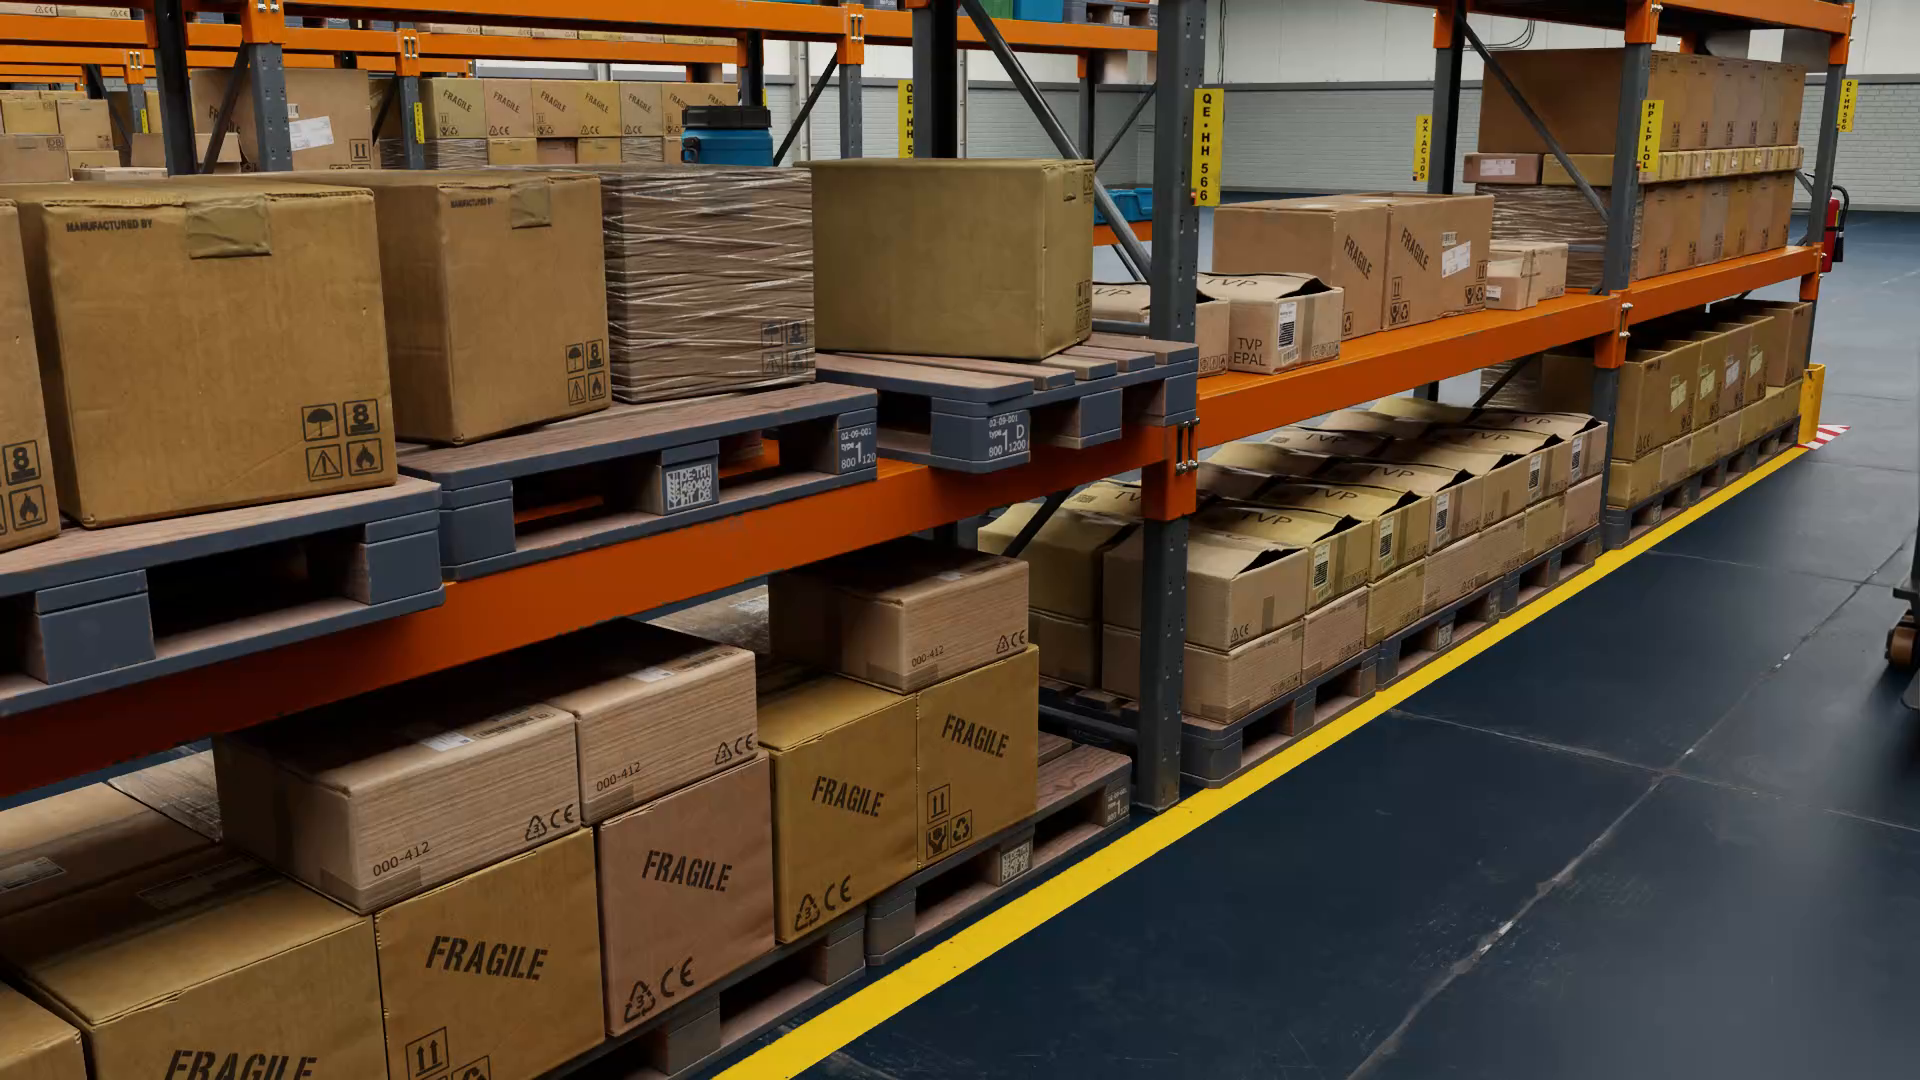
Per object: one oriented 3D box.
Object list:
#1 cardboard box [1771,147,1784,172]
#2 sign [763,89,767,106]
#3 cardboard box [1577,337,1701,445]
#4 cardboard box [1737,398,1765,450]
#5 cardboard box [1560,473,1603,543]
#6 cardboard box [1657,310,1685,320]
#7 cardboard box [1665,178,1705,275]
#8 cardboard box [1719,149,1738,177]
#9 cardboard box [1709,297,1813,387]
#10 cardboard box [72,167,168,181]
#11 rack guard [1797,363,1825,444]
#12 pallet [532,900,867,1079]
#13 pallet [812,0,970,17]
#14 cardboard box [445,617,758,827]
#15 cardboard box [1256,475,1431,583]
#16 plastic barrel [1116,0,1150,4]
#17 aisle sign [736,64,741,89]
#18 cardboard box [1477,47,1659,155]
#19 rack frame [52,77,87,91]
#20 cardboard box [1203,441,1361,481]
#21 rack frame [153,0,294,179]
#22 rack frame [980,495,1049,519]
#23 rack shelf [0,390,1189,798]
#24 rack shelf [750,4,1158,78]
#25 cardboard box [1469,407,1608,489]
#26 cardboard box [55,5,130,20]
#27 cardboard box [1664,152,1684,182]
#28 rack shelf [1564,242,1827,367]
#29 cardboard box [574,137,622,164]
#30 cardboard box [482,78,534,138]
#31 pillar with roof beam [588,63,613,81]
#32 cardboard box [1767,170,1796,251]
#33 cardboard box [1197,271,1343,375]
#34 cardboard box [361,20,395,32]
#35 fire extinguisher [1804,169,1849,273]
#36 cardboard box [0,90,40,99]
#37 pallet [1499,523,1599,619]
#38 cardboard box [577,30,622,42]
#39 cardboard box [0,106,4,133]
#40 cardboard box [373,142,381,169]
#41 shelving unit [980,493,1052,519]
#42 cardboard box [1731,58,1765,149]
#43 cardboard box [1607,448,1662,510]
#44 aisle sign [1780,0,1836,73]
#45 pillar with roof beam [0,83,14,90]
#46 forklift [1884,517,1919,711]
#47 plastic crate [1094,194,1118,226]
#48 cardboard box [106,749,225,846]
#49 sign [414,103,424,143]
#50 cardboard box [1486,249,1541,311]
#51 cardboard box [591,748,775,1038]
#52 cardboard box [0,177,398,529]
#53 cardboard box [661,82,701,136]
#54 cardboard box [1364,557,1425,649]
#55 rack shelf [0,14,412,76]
[{"bbox_3d":[4.886,-2.371,10.344,0.380,0.149,0.250,11,18,37],"label":"cardboard box"},{"bbox_3d":[-1.982,-4.369,16.734,0.100,0.325,0.005,11,18,38],"label":"sign"},{"bbox_3d":[3.631,-0.816,8.951,0.500,0.500,0.500,11,18,38],"label":"cardboard box"},{"bbox_3d":[4.577,-0.739,10.172,0.500,0.250,0.500,11,18,38],"label":"cardboard box"},{"bbox_3d":[2.753,-0.191,8.014,0.500,0.250,0.500,11,18,37],"label":"cardboard box"},{"bbox_3d":[4.175,-1.183,10.394,0.500,0.500,0.500,11,18,38],"label":"cardboard box"},{"bbox_3d":[3.707,-1.776,9.319,0.700,0.500,0.500,12,18,38],"label":"cardboard box"},{"bbox_3d":[4.237,-2.173,9.564,0.380,0.149,0.250,11,18,37],"label":"cardboard box"},{"bbox_3d":[5.196,-1.296,10.840,0.500,0.500,0.500,11,18,38],"label":"cardboard box"},{"bbox_3d":[-6.197,-2.628,12.328,0.500,0.250,0.500,11,18,36],"label":"cardboard box"},{"bbox_3d":[5.317,-1.003,11.557,1.175,0.500,0.348,11,18,38],"label":"rack guard"},{"bbox_3d":[-0.992,1.043,4.088,1.003,0.211,1.213,11,18,38],"label":"pallet"},{"bbox_3d":[-0.685,-3.727,11.493,1.213,0.211,1.003,11,18,38],"label":"pallet"},{"bbox_3d":[-0.803,0.380,3.695,0.500,0.250,0.500,11,18,36],"label":"cardboard box"},{"bbox_3d":[1.477,-0.075,6.418,0.500,0.311,0.500,11,18,36],"label":"cardboard box"},{"bbox_3d":[1.245,-4.730,13.334,0.600,0.830,0.708,11,18,38],"label":"plastic barrel"},{"bbox_3d":[-2.129,-4.969,16.813,0.394,0.787,0.004,11,18,38],"label":"aisle sign"},{"bbox_3d":[3.062,-2.207,8.382,0.700,0.500,0.500,11,18,38],"label":"cardboard box"},{"bbox_3d":[-13.972,-6.045,26.326,1.000,3.000,0.127,11,18,38],"label":"rack frame"},{"bbox_3d":[1.369,-0.252,7.114,0.500,0.311,0.500,12,18,39],"label":"cardboard box"},{"bbox_3d":[-3.577,-1.445,8.221,1.000,3.000,0.127,11,18,38],"label":"rack frame"},{"bbox_3d":[0.315,-0.641,8.863,0.500,1.125,0.032,11,18,38],"label":"rack frame"},{"bbox_3d":[-0.983,0.053,3.781,1.077,0.370,4.000,11,18,38],"label":"rack shelf"},{"bbox_3d":[0.194,-3.700,12.463,1.077,0.370,4.000,11,18,38],"label":"rack shelf"},{"bbox_3d":[2.756,-0.465,7.954,0.500,0.311,0.500,11,18,38],"label":"cardboard box"},{"bbox_3d":[-6.297,-3.842,11.866,0.500,0.250,0.500,12,18,39],"label":"cardboard box"},{"bbox_3d":[3.590,-1.977,8.792,0.380,0.149,0.250,11,18,37],"label":"cardboard box"},{"bbox_3d":[4.045,-1.479,9.812,1.077,0.370,4.000,11,18,38],"label":"rack shelf"},{"bbox_3d":[-3.660,-3.538,15.651,0.875,0.500,0.500,11,18,38],"label":"cardboard box"},{"bbox_3d":[-4.121,-3.798,14.643,0.500,0.500,0.500,11,18,38],"label":"cardboard box"},{"bbox_3d":[-4.220,-10.591,32.036,9.100,9.000,0.400,11,18,38],"label":"pillar with roof beam"},{"bbox_3d":[4.998,-2.171,10.875,0.700,0.500,0.500,11,18,38],"label":"cardboard box"},{"bbox_3d":[0.987,-0.776,5.768,0.500,0.311,0.500,11,18,37],"label":"cardboard box"},{"bbox_3d":[-4.832,-4.487,14.405,0.500,0.250,0.500,12,19,40],"label":"cardboard box"},{"bbox_3d":[5.737,-2.124,11.047,0.296,0.674,0.183,11,18,38],"label":"fire extinguisher"},{"bbox_3d":[-11.840,-5.334,20.689,0.700,0.500,0.500,11,18,38],"label":"cardboard box"},{"bbox_3d":[2.355,0.054,7.980,1.003,0.211,1.213,11,18,38],"label":"pallet"},{"bbox_3d":[-3.459,-4.703,15.258,0.500,0.250,0.500,11,18,37],"label":"cardboard box"},{"bbox_3d":[-9.656,-4.006,16.068,0.700,0.500,0.500,11,18,38],"label":"cardboard box"},{"bbox_3d":[-7.172,-4.329,19.267,0.875,0.550,0.550,11,18,38],"label":"cardboard box"},{"bbox_3d":[-0.004,-0.544,8.479,0.538,1.125,1.048,11,18,38],"label":"shelving unit"},{"bbox_3d":[4.323,-2.592,9.895,0.700,0.500,0.500,11,18,38],"label":"cardboard box"},{"bbox_3d":[3.315,-0.357,8.668,0.500,0.250,0.500,11,18,38],"label":"cardboard box"},{"bbox_3d":[5.572,-3.437,10.782,0.394,0.787,0.004,11,18,38],"label":"aisle sign"},{"bbox_3d":[-11.762,-8.293,22.989,9.100,9.000,0.400,11,18,38],"label":"pillar with roof beam"},{"bbox_3d":[4.330,-0.899,6.209,1.130,2.935,3.031,11,18,36],"label":"forklift"},{"bbox_3d":[0.957,-2.640,13.224,0.499,0.251,0.408,11,18,38],"label":"plastic crate"},{"bbox_3d":[-1.520,0.758,3.731,0.500,0.500,0.500,12,18,38],"label":"cardboard box"},{"bbox_3d":[-4.481,-3.454,13.775,0.100,0.325,0.005,11,18,38],"label":"sign"},{"bbox_3d":[2.378,-1.182,7.458,0.396,0.266,0.258,11,18,36],"label":"cardboard box"},{"bbox_3d":[-0.782,0.736,3.817,0.500,0.500,0.500,10,18,35],"label":"cardboard box"},{"bbox_3d":[-1.386,-0.362,2.899,0.500,0.500,0.700,-12,19,-40],"label":"cardboard box"},{"bbox_3d":[-2.864,-4.181,16.151,0.500,0.500,0.500,11,18,38],"label":"cardboard box"},{"bbox_3d":[1.469,0.199,6.478,0.500,0.250,0.500,11,18,36],"label":"cardboard box"},{"bbox_3d":[-6.172,-3.700,12.465,1.077,0.370,4.000,11,18,38],"label":"rack shelf"}]
